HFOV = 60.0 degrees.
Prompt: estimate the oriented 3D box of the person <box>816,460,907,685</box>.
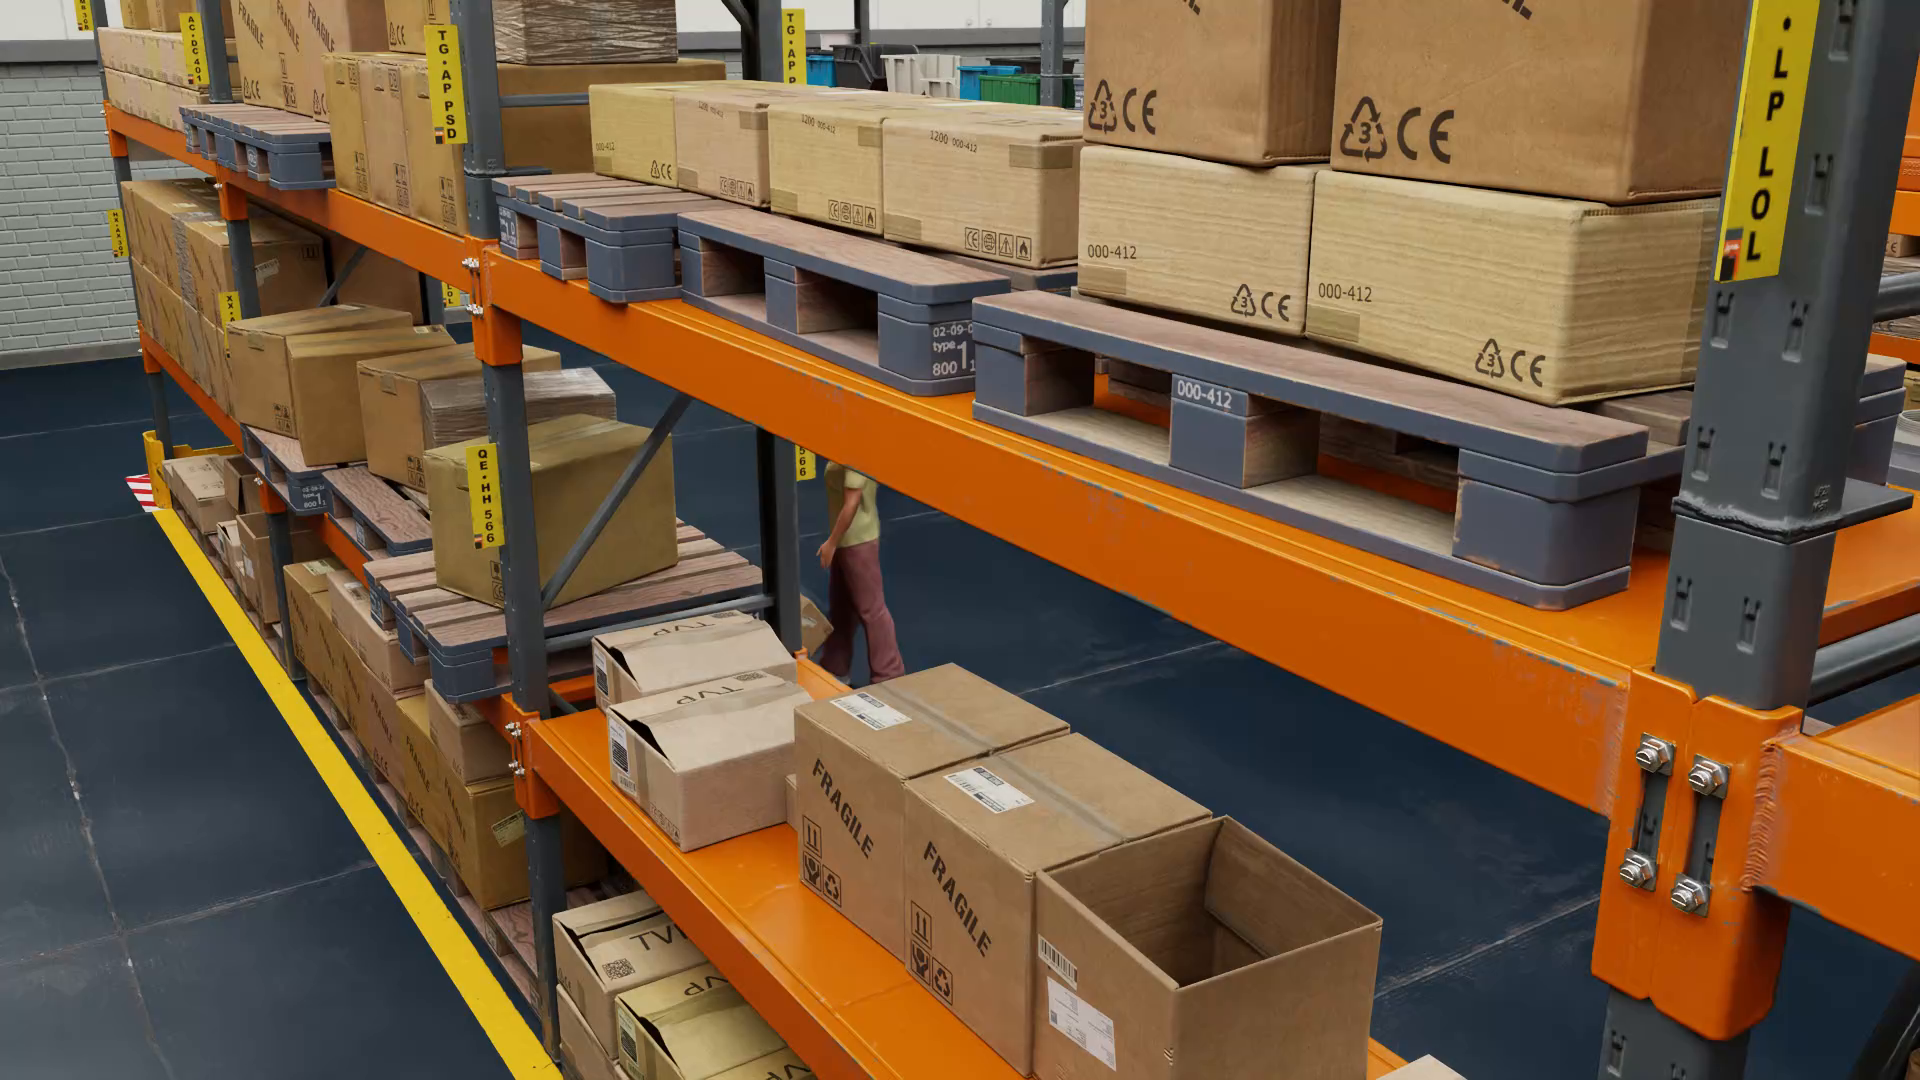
[{"bbox_3d":[-0.579,-0.001,8.557,0.607,1.667,0.544,0,18,1],"label":"person"}]
